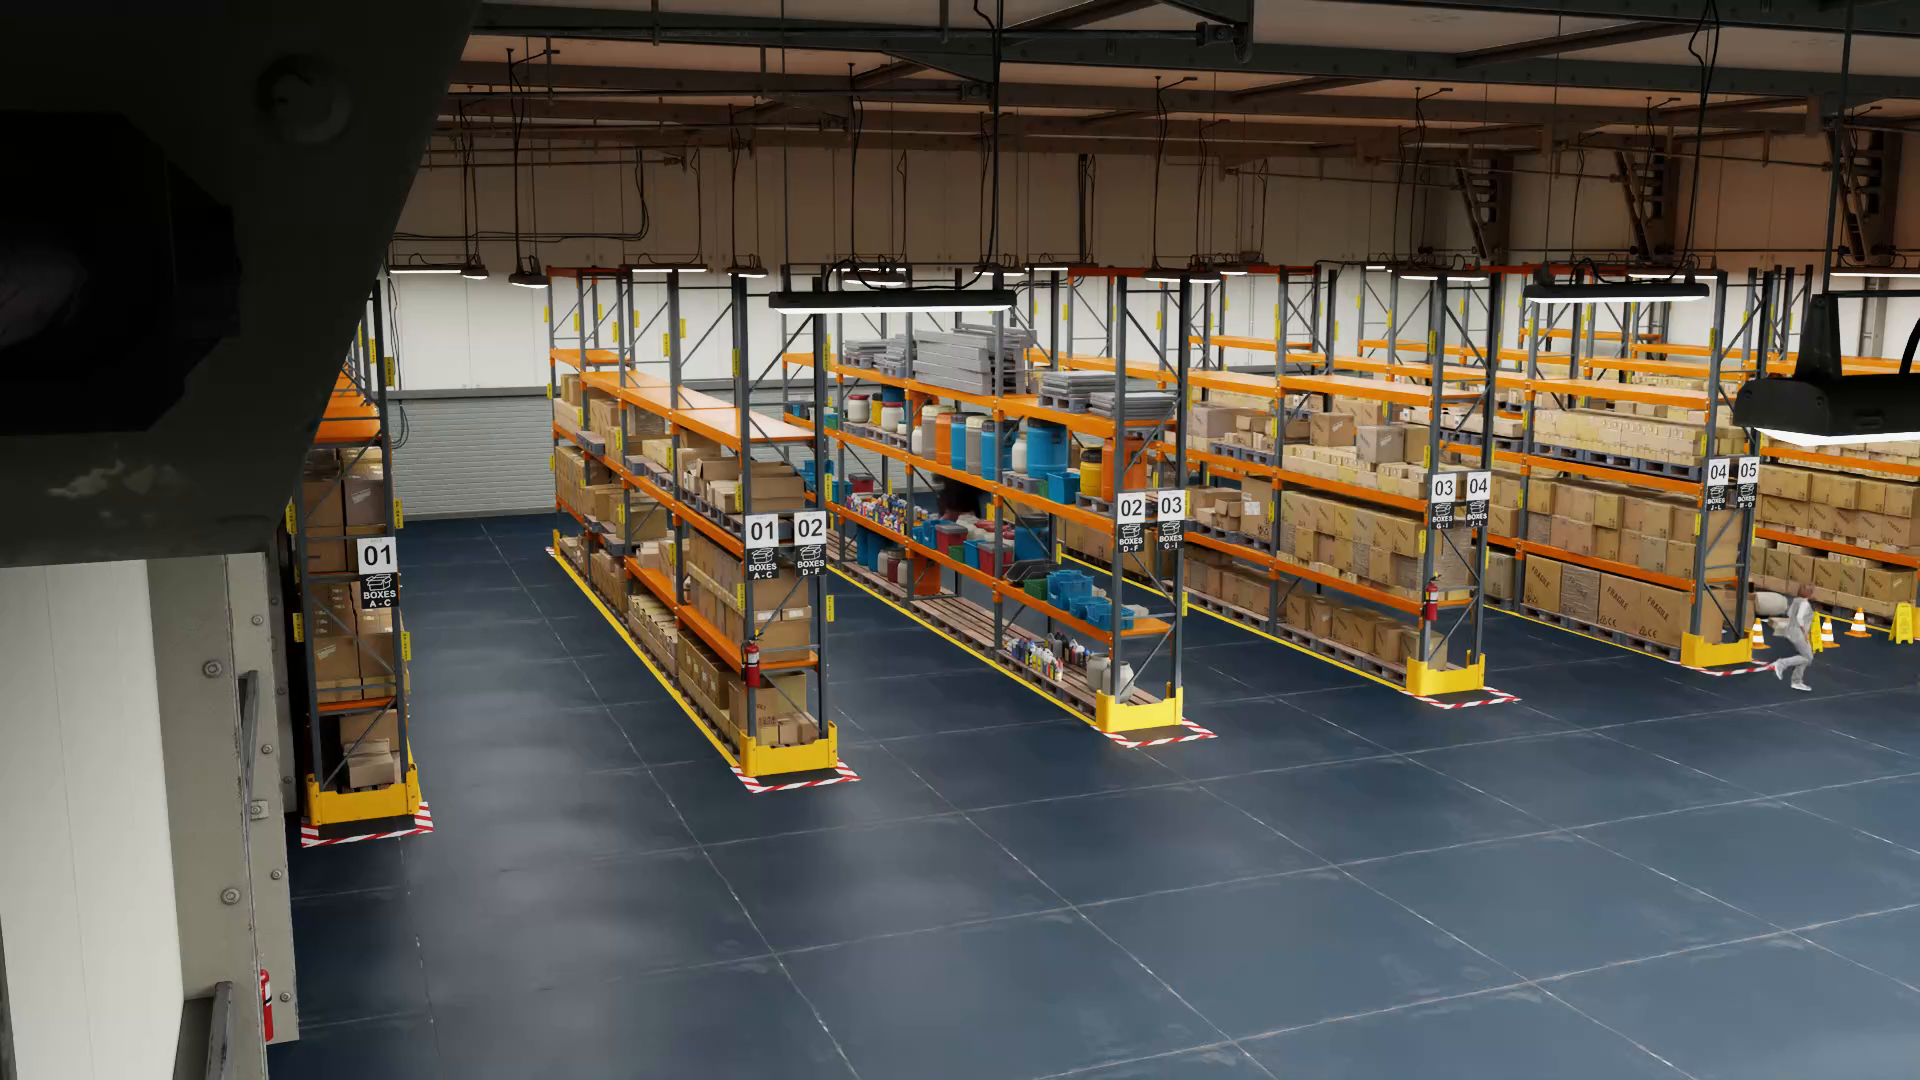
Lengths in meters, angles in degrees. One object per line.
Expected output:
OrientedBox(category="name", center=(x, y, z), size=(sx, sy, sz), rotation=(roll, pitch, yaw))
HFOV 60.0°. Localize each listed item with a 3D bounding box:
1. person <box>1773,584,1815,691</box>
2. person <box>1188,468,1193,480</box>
OrientedBox(category="person", center=(12.134, 1.410, 24.188), size=(0.542, 1.549, 0.557), rotation=(1, 10, 8))
OrientedBox(category="person", center=(5.633, -1.687, 41.694), size=(0.587, 1.688, 0.589), rotation=(2, 10, 11))
